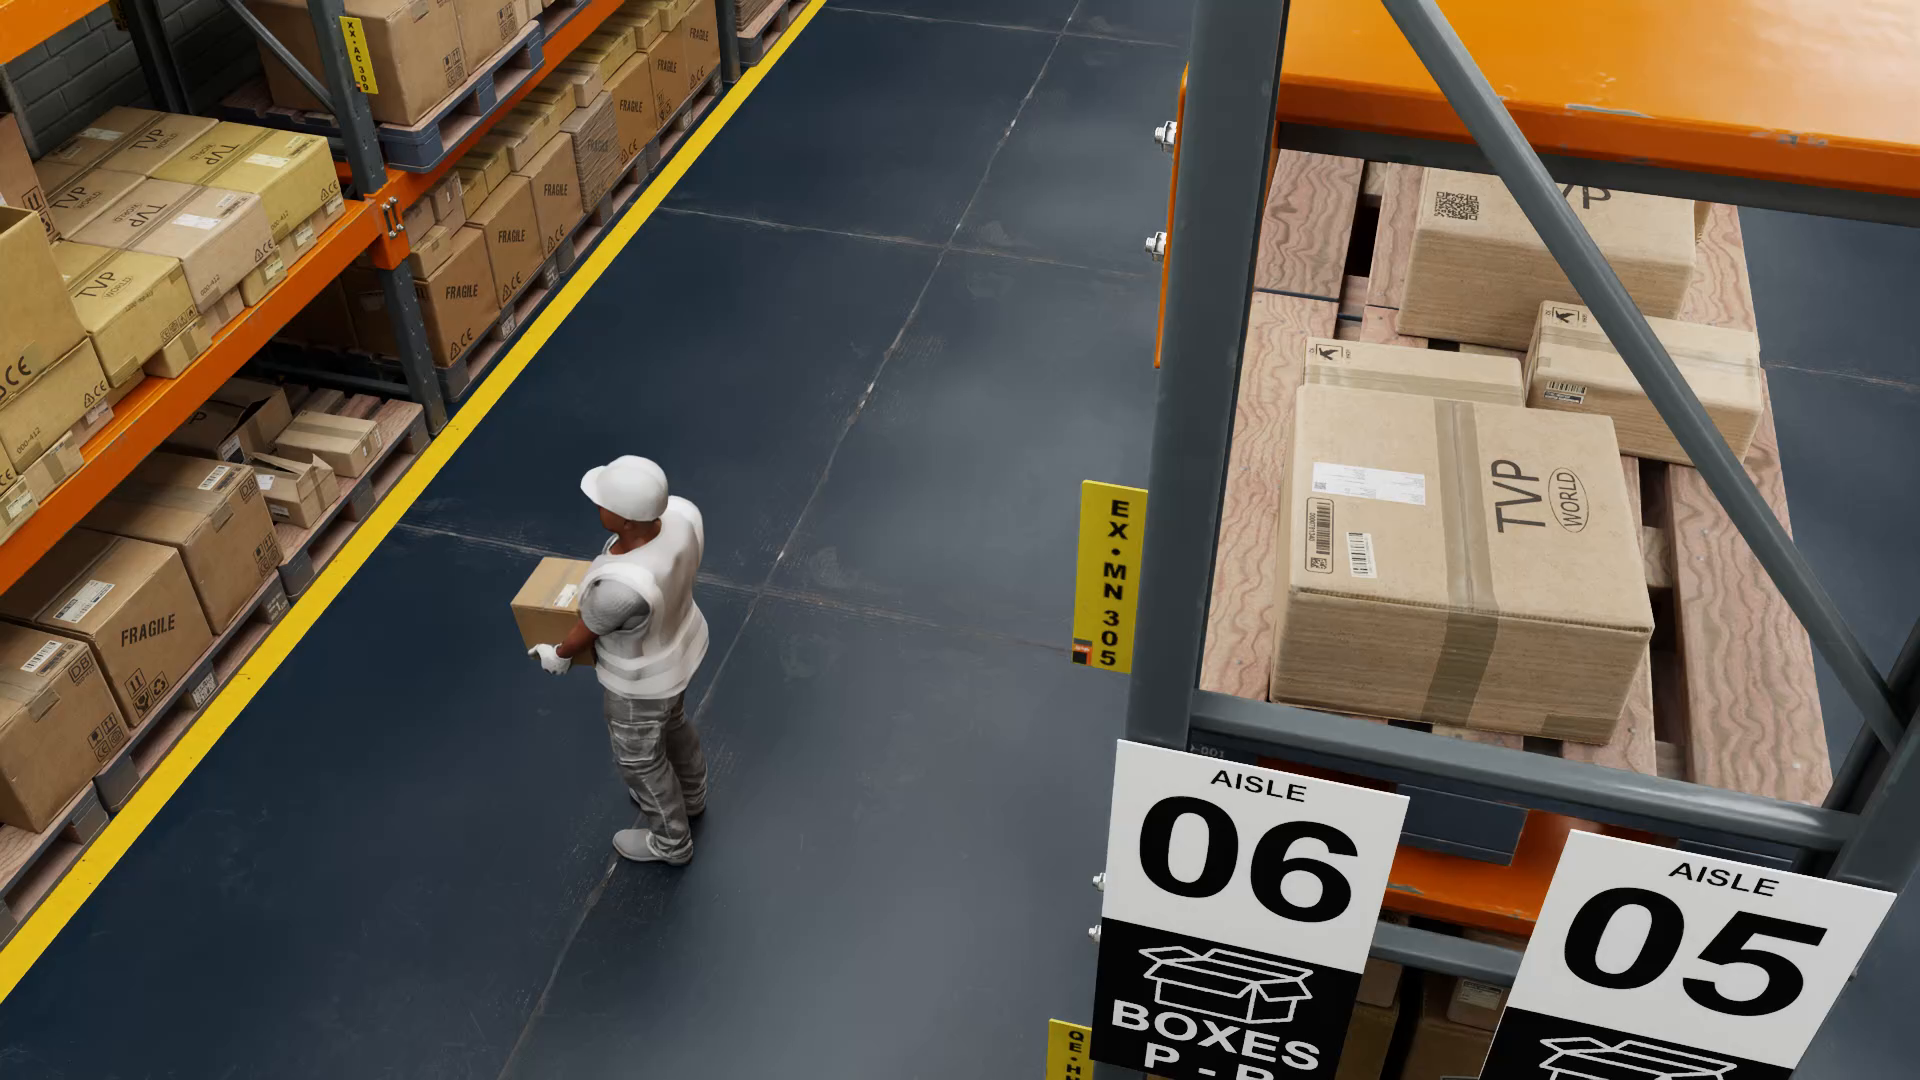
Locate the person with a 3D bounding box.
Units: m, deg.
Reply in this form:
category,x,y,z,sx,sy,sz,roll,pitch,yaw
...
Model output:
category,x,y,z,sx,sy,sz,roll,pitch,yaw
person,-1.150,0.402,5.677,0.572,1.778,0.488,11,42,12
